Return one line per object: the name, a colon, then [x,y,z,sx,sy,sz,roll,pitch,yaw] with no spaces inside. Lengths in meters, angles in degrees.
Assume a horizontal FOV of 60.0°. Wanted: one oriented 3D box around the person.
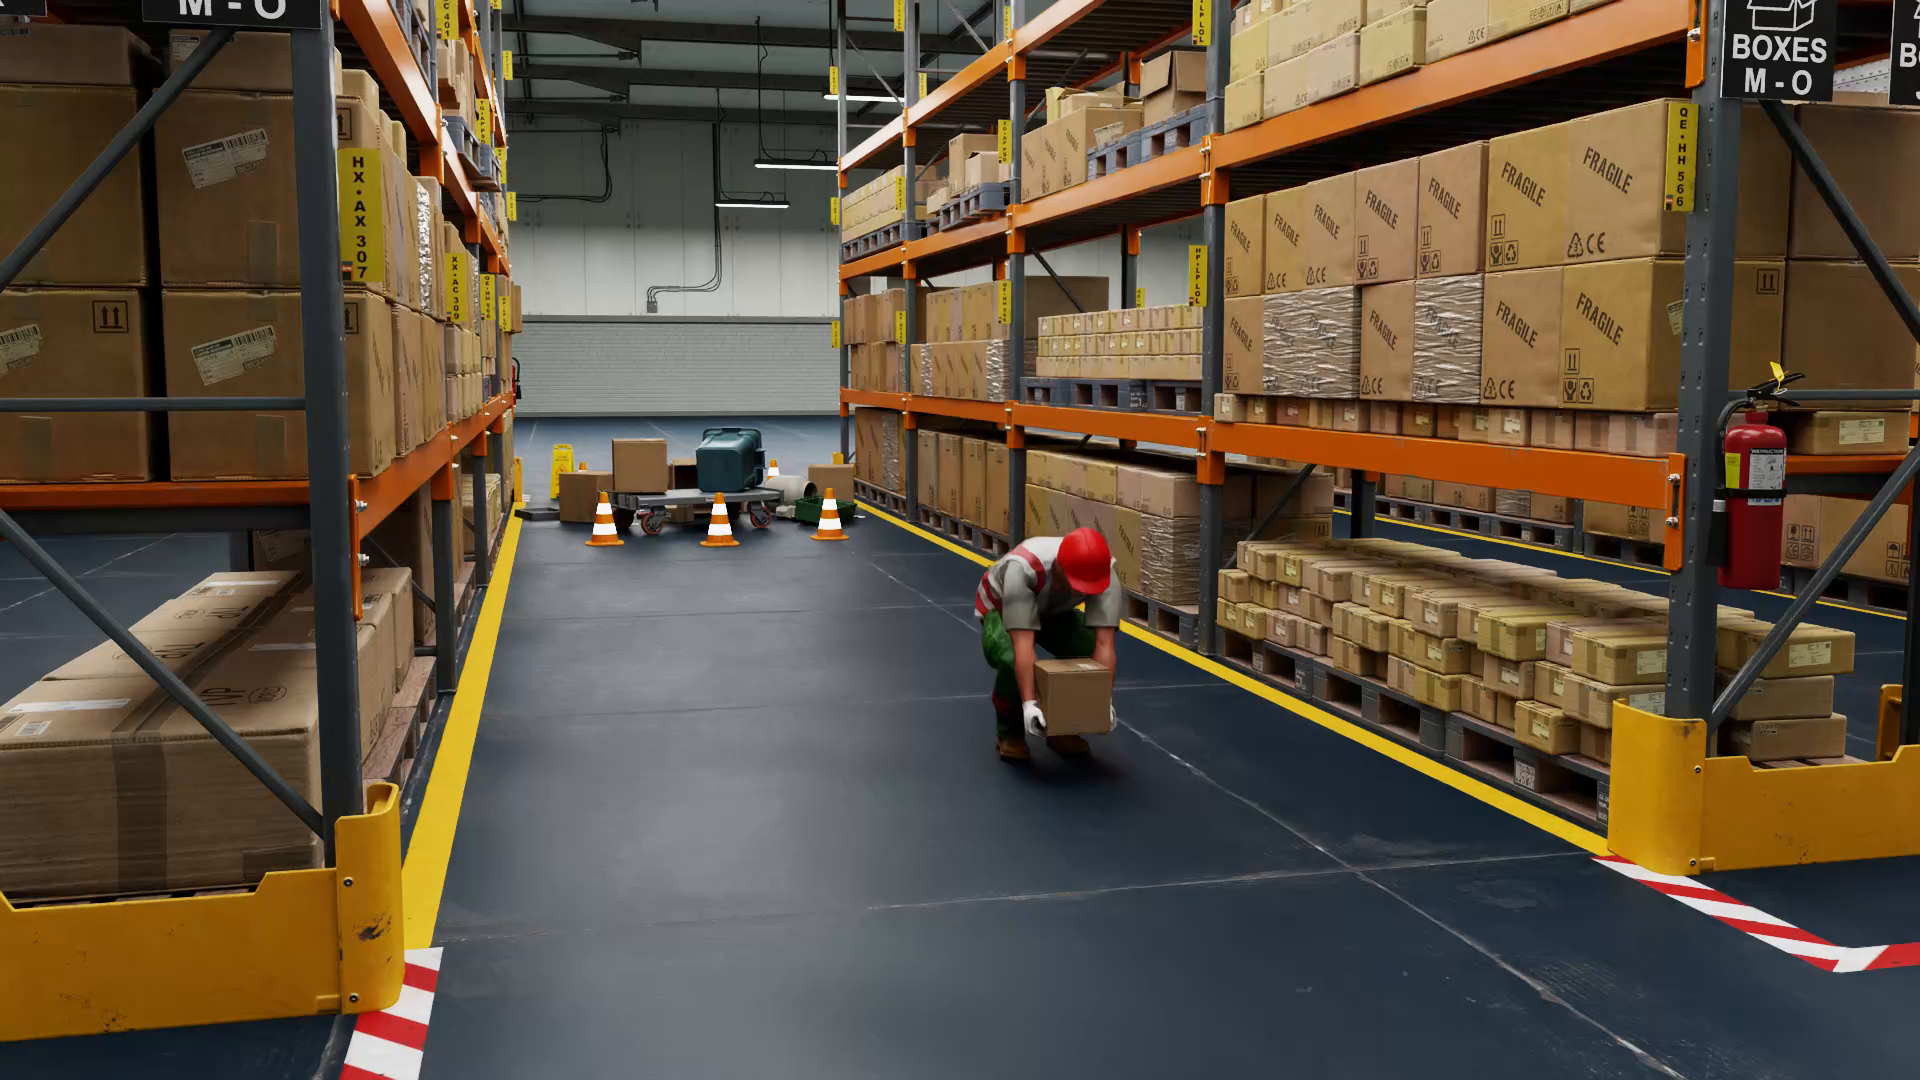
person: [0.360,0.408,6.747,0.523,0.990,0.912,-2,6,-15]
